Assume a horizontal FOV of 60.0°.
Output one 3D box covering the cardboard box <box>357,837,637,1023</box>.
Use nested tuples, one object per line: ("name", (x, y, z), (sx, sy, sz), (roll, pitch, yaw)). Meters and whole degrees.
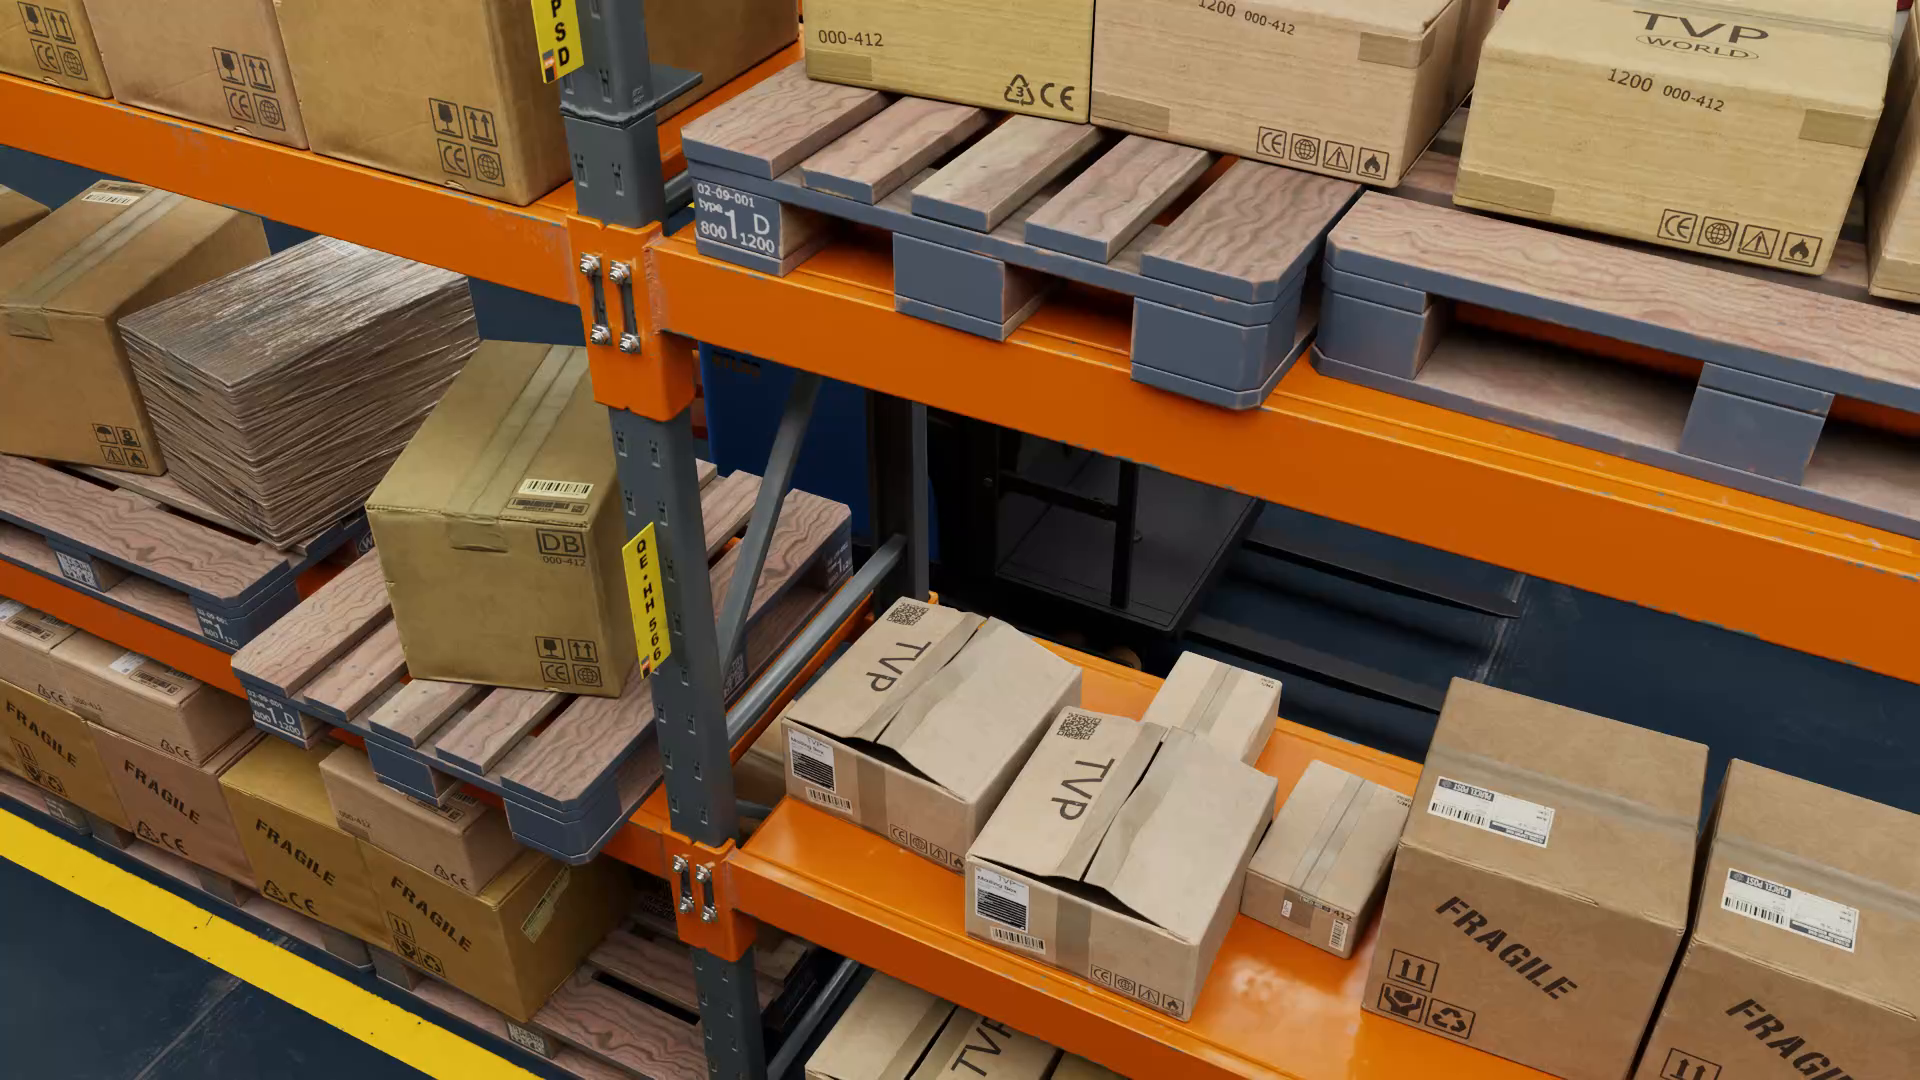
("cardboard box", (-1.300, 0.942, 4.732), (0.500, 0.500, 0.500), (19, 41, 23))

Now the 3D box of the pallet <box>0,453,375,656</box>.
("pallet", (-2.091, -0.207, 4.700), (1.213, 0.211, 1.003), (17, 41, 21))

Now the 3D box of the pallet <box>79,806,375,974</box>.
("pallet", (-2.086, 0.798, 5.524), (1.213, 0.211, 1.003), (17, 41, 21))

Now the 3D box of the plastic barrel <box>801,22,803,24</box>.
("plastic barrel", (-0.528, -2.489, 8.937), (0.708, 0.901, 0.600), (17, 41, 21))

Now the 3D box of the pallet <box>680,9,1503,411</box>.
("pallet", (0.282, -0.724, 2.898), (1.003, 0.211, 1.213), (19, 41, 24))

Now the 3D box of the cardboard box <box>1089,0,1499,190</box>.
("cardboard box", (0.541, -0.815, 2.639), (0.500, 0.250, 0.500), (18, 41, 23))

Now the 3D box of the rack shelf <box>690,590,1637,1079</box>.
("rack shelf", (1.414, 1.098, 3.418), (4.000, 0.370, 1.077), (17, 41, 21))

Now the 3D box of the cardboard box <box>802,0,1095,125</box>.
("cardboard box", (0.067, -0.951, 2.818), (0.500, 0.250, 0.500), (14, 40, 18))

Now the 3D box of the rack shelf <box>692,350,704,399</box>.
("rack shelf", (-1.126, -0.656, 6.733), (0.480, 0.148, 0.258), (10, 38, 13))

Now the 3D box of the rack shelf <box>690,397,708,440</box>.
("rack shelf", (-1.126, -0.498, 6.853), (0.480, 0.148, 0.258), (10, 38, 13))

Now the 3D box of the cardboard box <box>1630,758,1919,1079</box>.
("cardboard box", (1.603, 0.820, 3.107), (0.500, 0.500, 0.500), (17, 41, 22))

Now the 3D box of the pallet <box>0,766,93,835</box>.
("pallet", (-3.174, 0.460, 5.970), (1.213, 0.211, 1.003), (17, 41, 21))

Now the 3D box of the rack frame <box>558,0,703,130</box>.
("rack frame", (-0.362, -2.134, 2.119), (0.127, 3.000, 1.000), (17, 41, 21))

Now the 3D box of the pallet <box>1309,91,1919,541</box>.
("pallet", (1.277, -0.414, 2.490), (1.213, 0.211, 1.003), (19, 41, 24))

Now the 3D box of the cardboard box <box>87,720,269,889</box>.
("cardboard box", (-2.228, 0.655, 5.110), (0.500, 0.500, 0.500), (16, 40, 20))

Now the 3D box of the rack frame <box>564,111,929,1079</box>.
("rack frame", (-0.362, 0.255, 3.933), (0.127, 3.000, 1.000), (17, 41, 21))

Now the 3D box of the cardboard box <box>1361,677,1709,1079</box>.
("cardboard box", (1.136, 0.673, 3.299), (0.500, 0.500, 0.500), (15, 40, 19))

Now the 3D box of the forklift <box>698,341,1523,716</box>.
("forklift", (0.557, -0.989, 5.629), (3.031, 2.935, 1.130), (18, 41, 22))

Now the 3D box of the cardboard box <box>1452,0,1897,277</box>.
("cardboard box", (1.044, -0.650, 2.421), (0.500, 0.250, 0.500), (17, 40, 21))

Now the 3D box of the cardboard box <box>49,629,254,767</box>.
("cardboard box", (-2.262, 0.347, 4.895), (0.500, 0.250, 0.500), (17, 40, 21))

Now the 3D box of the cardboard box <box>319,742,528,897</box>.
("cardboard box", (-1.352, 0.630, 4.523), (0.500, 0.250, 0.500), (19, 41, 23))

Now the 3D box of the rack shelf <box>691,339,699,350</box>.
("rack shelf", (-1.126, -0.834, 6.598), (0.480, 0.148, 0.258), (10, 38, 13))

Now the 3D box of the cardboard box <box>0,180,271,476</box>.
("cardboard box", (-2.316, -0.606, 4.637), (0.500, 0.500, 0.700), (8, 38, 10))

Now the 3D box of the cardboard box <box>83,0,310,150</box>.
("cardboard box", (-1.217, -1.224, 3.318), (0.500, 0.500, 0.910), (17, 41, 21))

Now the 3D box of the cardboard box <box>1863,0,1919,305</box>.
("cardboard box", (1.521, -0.499, 2.223), (0.500, 0.250, 0.500), (14, 39, 18))

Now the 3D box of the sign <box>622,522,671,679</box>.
("sign", (-0.603, 0.120, 3.219), (0.005, 0.325, 0.100), (17, 41, 21))

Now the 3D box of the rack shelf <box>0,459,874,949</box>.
("rack shelf", (-2.138, -0.014, 4.883), (4.000, 0.370, 1.077), (17, 41, 21))

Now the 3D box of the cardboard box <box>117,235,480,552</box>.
("cardboard box", (-1.697, -0.423, 4.397), (0.500, 0.500, 0.700), (26, 44, 30))

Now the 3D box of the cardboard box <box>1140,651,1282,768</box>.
("cardboard box", (0.564, 0.457, 3.875), (0.250, 0.149, 0.380), (17, 41, 21))

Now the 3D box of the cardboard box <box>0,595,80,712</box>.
("cardboard box", (-2.708, 0.208, 5.078), (0.500, 0.250, 0.500), (17, 41, 22))

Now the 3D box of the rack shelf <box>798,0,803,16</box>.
("rack shelf", (0.144, -2.673, 8.385), (4.000, 0.370, 1.077), (17, 41, 21))

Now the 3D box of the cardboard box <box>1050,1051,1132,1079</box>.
("cardboard box", (0.439, 1.405, 3.882), (0.500, 0.311, 0.500), (16, 40, 20))

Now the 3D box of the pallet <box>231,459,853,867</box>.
("pallet", (-0.996, 0.181, 4.189), (1.003, 0.211, 1.213), (17, 41, 21))

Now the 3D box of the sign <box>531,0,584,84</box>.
("sign", (-0.613, -0.855, 2.487), (0.005, 0.325, 0.100), (17, 41, 21))

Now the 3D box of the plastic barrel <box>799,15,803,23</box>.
("plastic barrel", (-1.157, -2.686, 9.196), (0.708, 0.901, 0.600), (17, 41, 21))

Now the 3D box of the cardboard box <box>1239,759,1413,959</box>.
("cardboard box", (0.797, 0.680, 3.581), (0.250, 0.149, 0.380), (20, 42, 25))

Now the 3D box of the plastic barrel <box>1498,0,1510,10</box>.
("plastic barrel", (2.471, -2.491, 7.438), (0.708, 0.536, 0.600), (17, 41, 21))

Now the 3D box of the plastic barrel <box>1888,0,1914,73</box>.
("plastic barrel", (3.687, -2.053, 6.861), (0.433, 0.535, 0.433), (0, 37, 0))

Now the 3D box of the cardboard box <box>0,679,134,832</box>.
("cardboard box", (-2.677, 0.514, 5.295), (0.500, 0.500, 0.500), (18, 41, 22))

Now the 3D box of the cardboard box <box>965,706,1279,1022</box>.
("cardboard box", (0.344, 0.643, 3.495), (0.500, 0.311, 0.500), (17, 40, 21))

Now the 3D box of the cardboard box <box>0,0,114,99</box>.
("cardboard box", (-1.679, -1.369, 3.509), (0.500, 0.500, 0.910), (17, 41, 21))

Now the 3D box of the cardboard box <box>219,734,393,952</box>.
("cardboard box", (-1.759, 0.798, 4.922), (0.500, 0.500, 0.500), (16, 40, 20))

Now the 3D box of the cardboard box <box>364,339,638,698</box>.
("cardboard box", (-0.973, -0.066, 3.927), (0.500, 0.500, 0.700), (5, 37, 6))

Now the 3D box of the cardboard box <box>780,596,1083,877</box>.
("cardboard box", (-0.059, 0.415, 3.796), (0.500, 0.311, 0.500), (20, 42, 24))

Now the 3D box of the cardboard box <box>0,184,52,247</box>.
("cardboard box", (-2.956, -0.655, 4.702), (0.500, 0.500, 0.700), (24, 43, 28))

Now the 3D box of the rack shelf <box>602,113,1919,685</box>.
("rack shelf", (1.414, -0.097, 2.511), (4.000, 0.370, 1.077), (17, 41, 21))

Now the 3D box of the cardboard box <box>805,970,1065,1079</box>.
("cardboard box", (-0.032, 1.263, 4.068), (0.500, 0.311, 0.500), (19, 41, 23))

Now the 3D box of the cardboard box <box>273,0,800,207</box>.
("cardboard box", (-0.764, -1.083, 3.132), (0.500, 0.500, 0.910), (17, 41, 21))

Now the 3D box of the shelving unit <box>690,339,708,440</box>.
("shelving unit", (-1.126, -0.709, 6.692), (0.503, 1.200, 0.258), (10, 38, 13))

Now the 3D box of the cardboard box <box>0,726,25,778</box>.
("cardboard box", (-3.117, 0.371, 5.484), (0.500, 0.500, 0.500), (18, 41, 22))

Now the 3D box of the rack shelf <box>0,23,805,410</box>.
("rack shelf", (-2.138, -1.209, 3.976), (4.000, 0.370, 1.077), (17, 41, 21))

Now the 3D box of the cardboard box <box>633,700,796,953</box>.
("cardboard box", (-0.634, 0.796, 4.924), (0.500, 0.500, 0.500), (19, 41, 23))

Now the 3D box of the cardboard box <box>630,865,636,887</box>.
("cardboard box", (-1.102, 0.653, 5.112), (0.500, 0.500, 0.500), (16, 40, 20))

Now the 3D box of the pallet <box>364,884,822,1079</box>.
("pallet", (-1.007, 1.138, 5.076), (1.213, 0.211, 1.003), (17, 41, 21))
